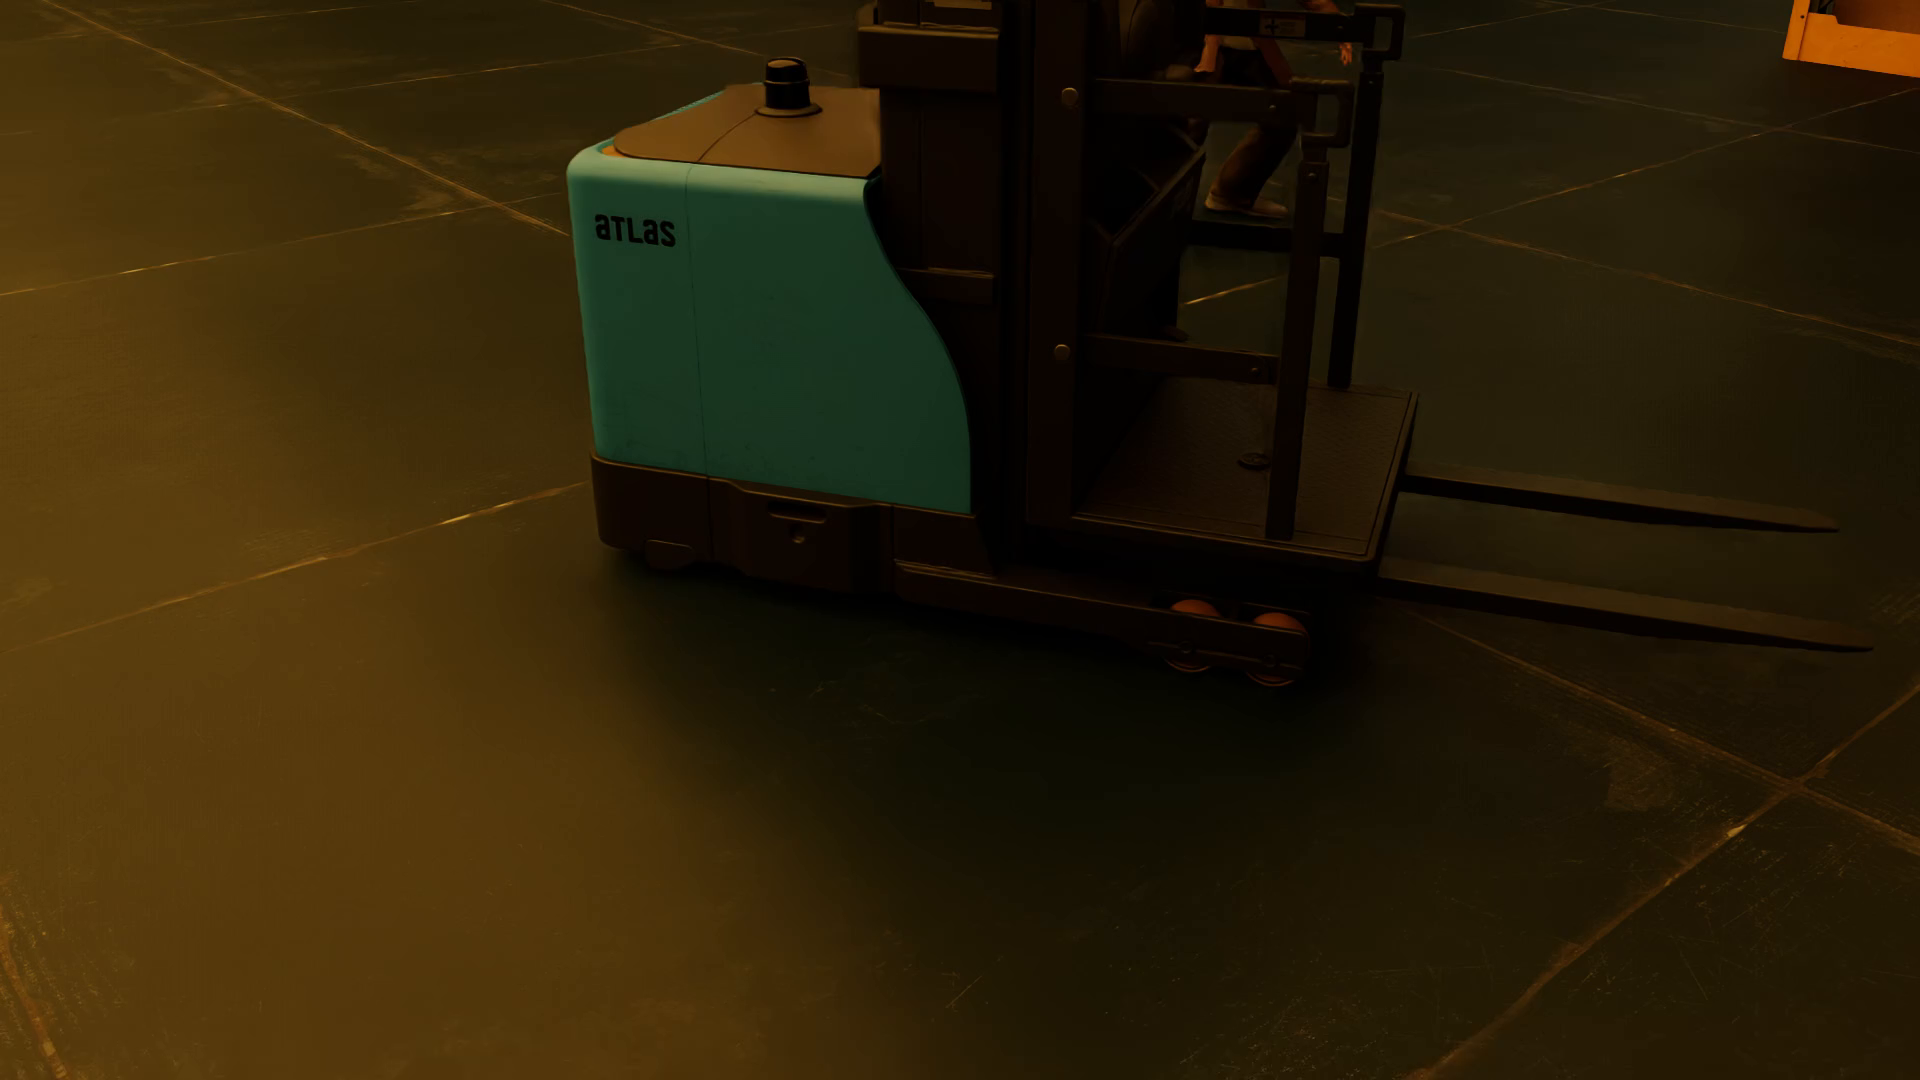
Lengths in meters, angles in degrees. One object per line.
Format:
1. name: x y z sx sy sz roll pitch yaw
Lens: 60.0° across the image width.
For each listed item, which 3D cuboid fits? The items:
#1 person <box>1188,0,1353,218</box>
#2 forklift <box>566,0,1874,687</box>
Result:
1. person: 1.098 -2.069 6.848 0.987 1.656 0.666 -10 28 -19
2. forklift: 0.621 -1.242 3.707 3.031 2.935 1.130 9 28 17
